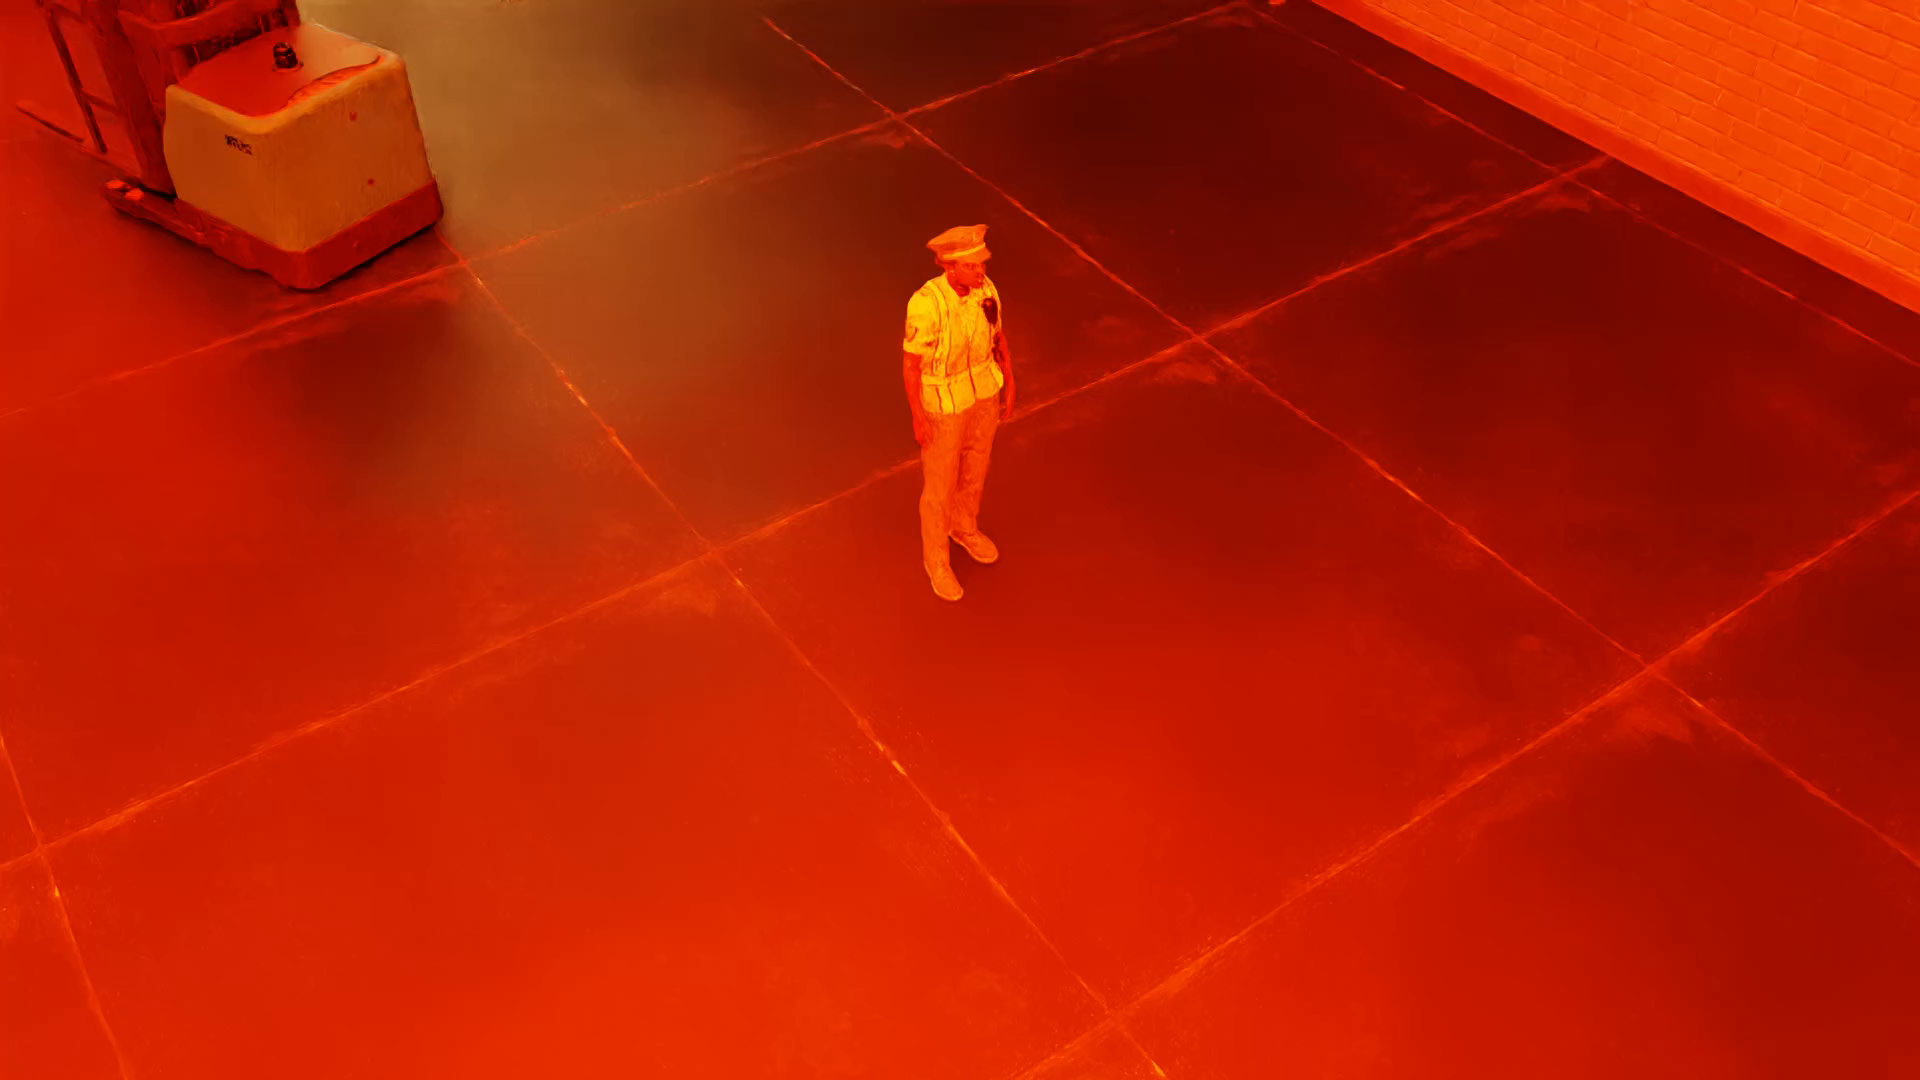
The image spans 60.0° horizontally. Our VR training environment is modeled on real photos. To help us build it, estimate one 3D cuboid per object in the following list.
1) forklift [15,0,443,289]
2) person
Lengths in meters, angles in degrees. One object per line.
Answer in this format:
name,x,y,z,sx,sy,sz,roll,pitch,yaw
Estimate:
forklift,-4.568,-3.277,9.272,3.031,2.935,1.130,25,48,25
person,0.027,-0.579,7.245,0.570,1.695,0.529,-25,48,-25
